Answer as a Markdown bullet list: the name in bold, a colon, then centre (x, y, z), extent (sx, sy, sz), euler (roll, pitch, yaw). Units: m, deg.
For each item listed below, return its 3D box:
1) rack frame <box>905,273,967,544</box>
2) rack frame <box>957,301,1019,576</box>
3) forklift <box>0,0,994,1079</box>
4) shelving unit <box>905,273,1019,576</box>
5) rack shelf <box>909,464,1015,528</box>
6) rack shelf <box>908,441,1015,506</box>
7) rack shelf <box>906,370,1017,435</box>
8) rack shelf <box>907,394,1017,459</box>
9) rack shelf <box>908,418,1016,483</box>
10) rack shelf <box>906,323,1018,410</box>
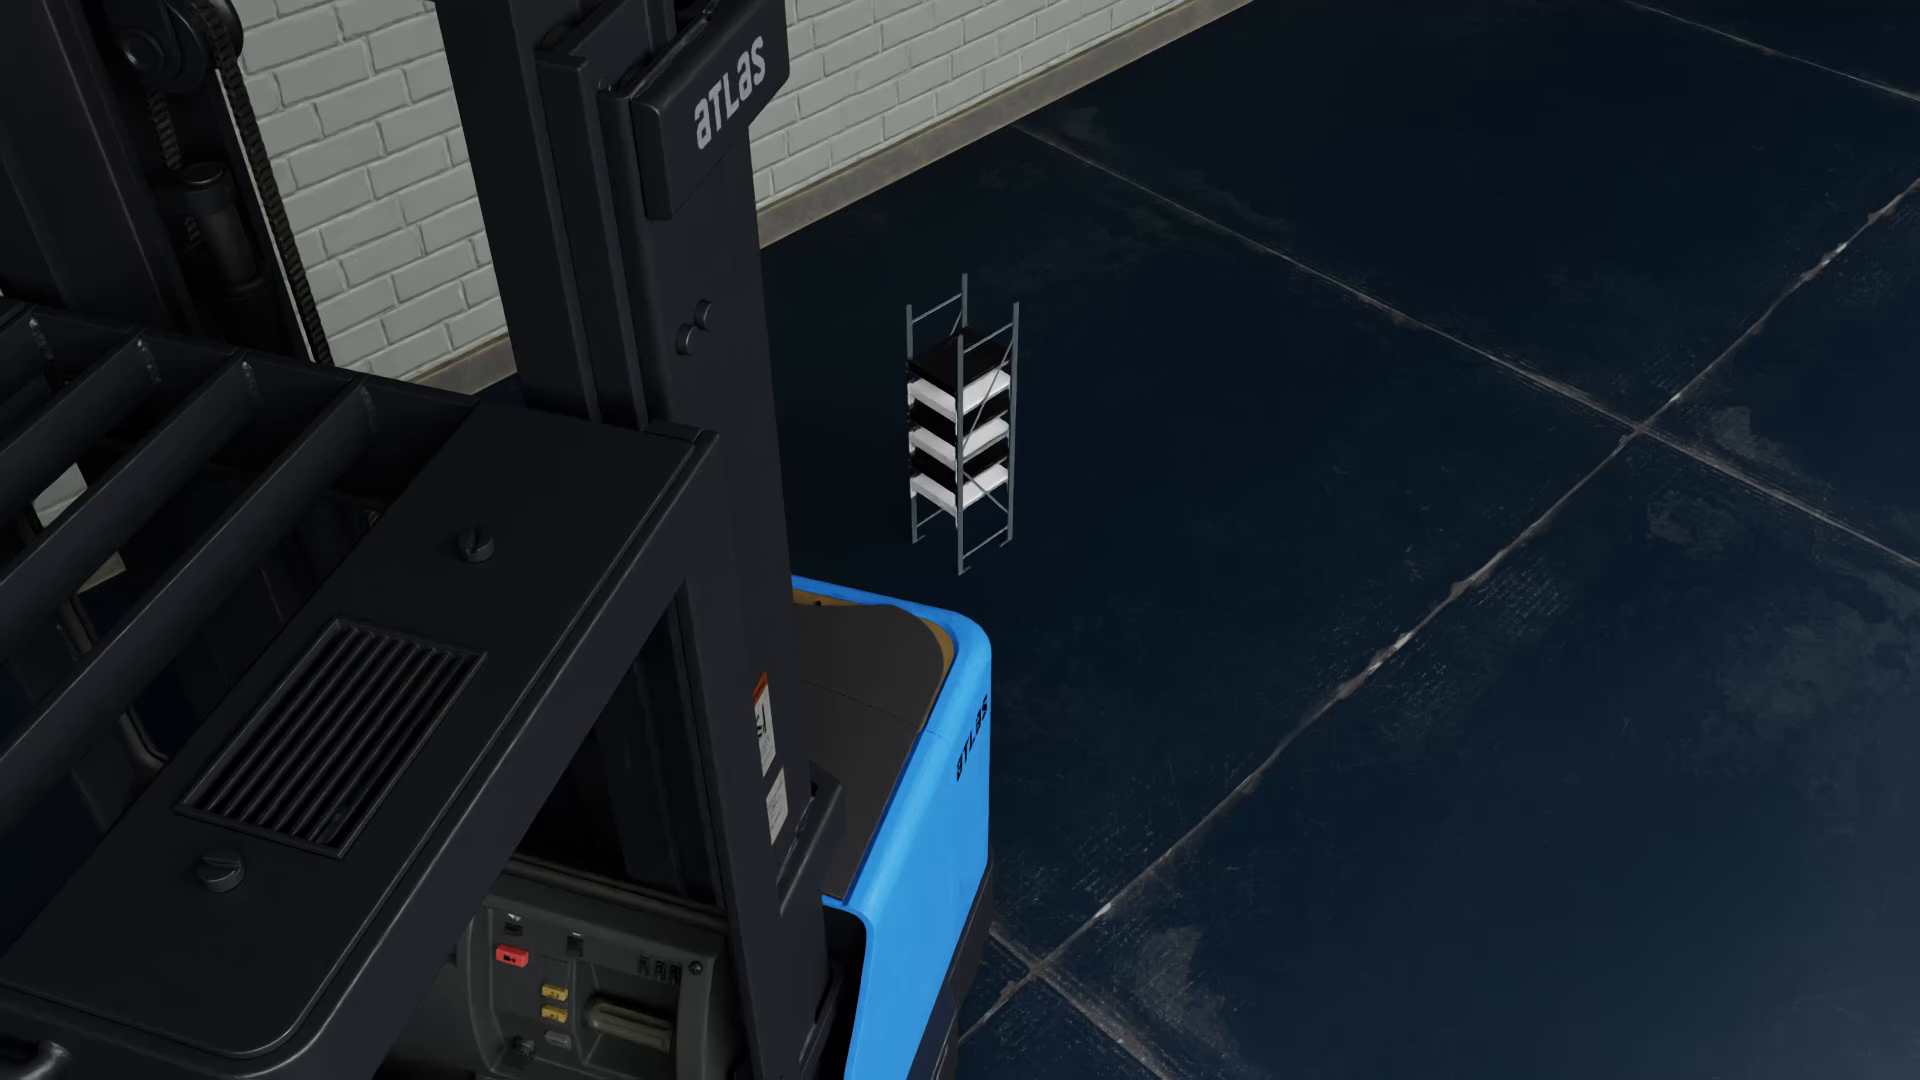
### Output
- **rack frame**: centre (-0.066, -0.375, 4.993), extent (0.240, 0.900, 0.006), euler (-34, 53, -31)
- **rack frame**: centre (0.078, -0.278, 4.888), extent (0.240, 0.900, 0.006), euler (-34, 53, -31)
- **forklift**: centre (-0.854, 0.730, 2.301), extent (1.130, 2.935, 3.031), euler (12, 44, 13)
- **shelving unit**: centre (0.006, -0.327, 4.940), extent (0.258, 0.900, 0.210), euler (-34, 53, -31)
- **rack shelf**: centre (0.006, -0.170, 5.085), extent (0.258, 0.077, 0.200), euler (-34, 53, -31)
- **rack shelf**: centre (0.006, -0.236, 5.024), extent (0.258, 0.077, 0.200), euler (-34, 53, -31)
- **rack shelf**: centre (0.006, -0.434, 4.841), extent (0.258, 0.077, 0.200), euler (-34, 53, -31)
- **rack shelf**: centre (0.006, -0.368, 4.902), extent (0.258, 0.077, 0.200), euler (-34, 53, -31)
- **rack shelf**: centre (0.006, -0.302, 4.963), extent (0.258, 0.077, 0.200), euler (-34, 53, -31)
- **rack shelf**: centre (0.006, -0.500, 4.780), extent (0.258, 0.077, 0.200), euler (-34, 53, -31)
